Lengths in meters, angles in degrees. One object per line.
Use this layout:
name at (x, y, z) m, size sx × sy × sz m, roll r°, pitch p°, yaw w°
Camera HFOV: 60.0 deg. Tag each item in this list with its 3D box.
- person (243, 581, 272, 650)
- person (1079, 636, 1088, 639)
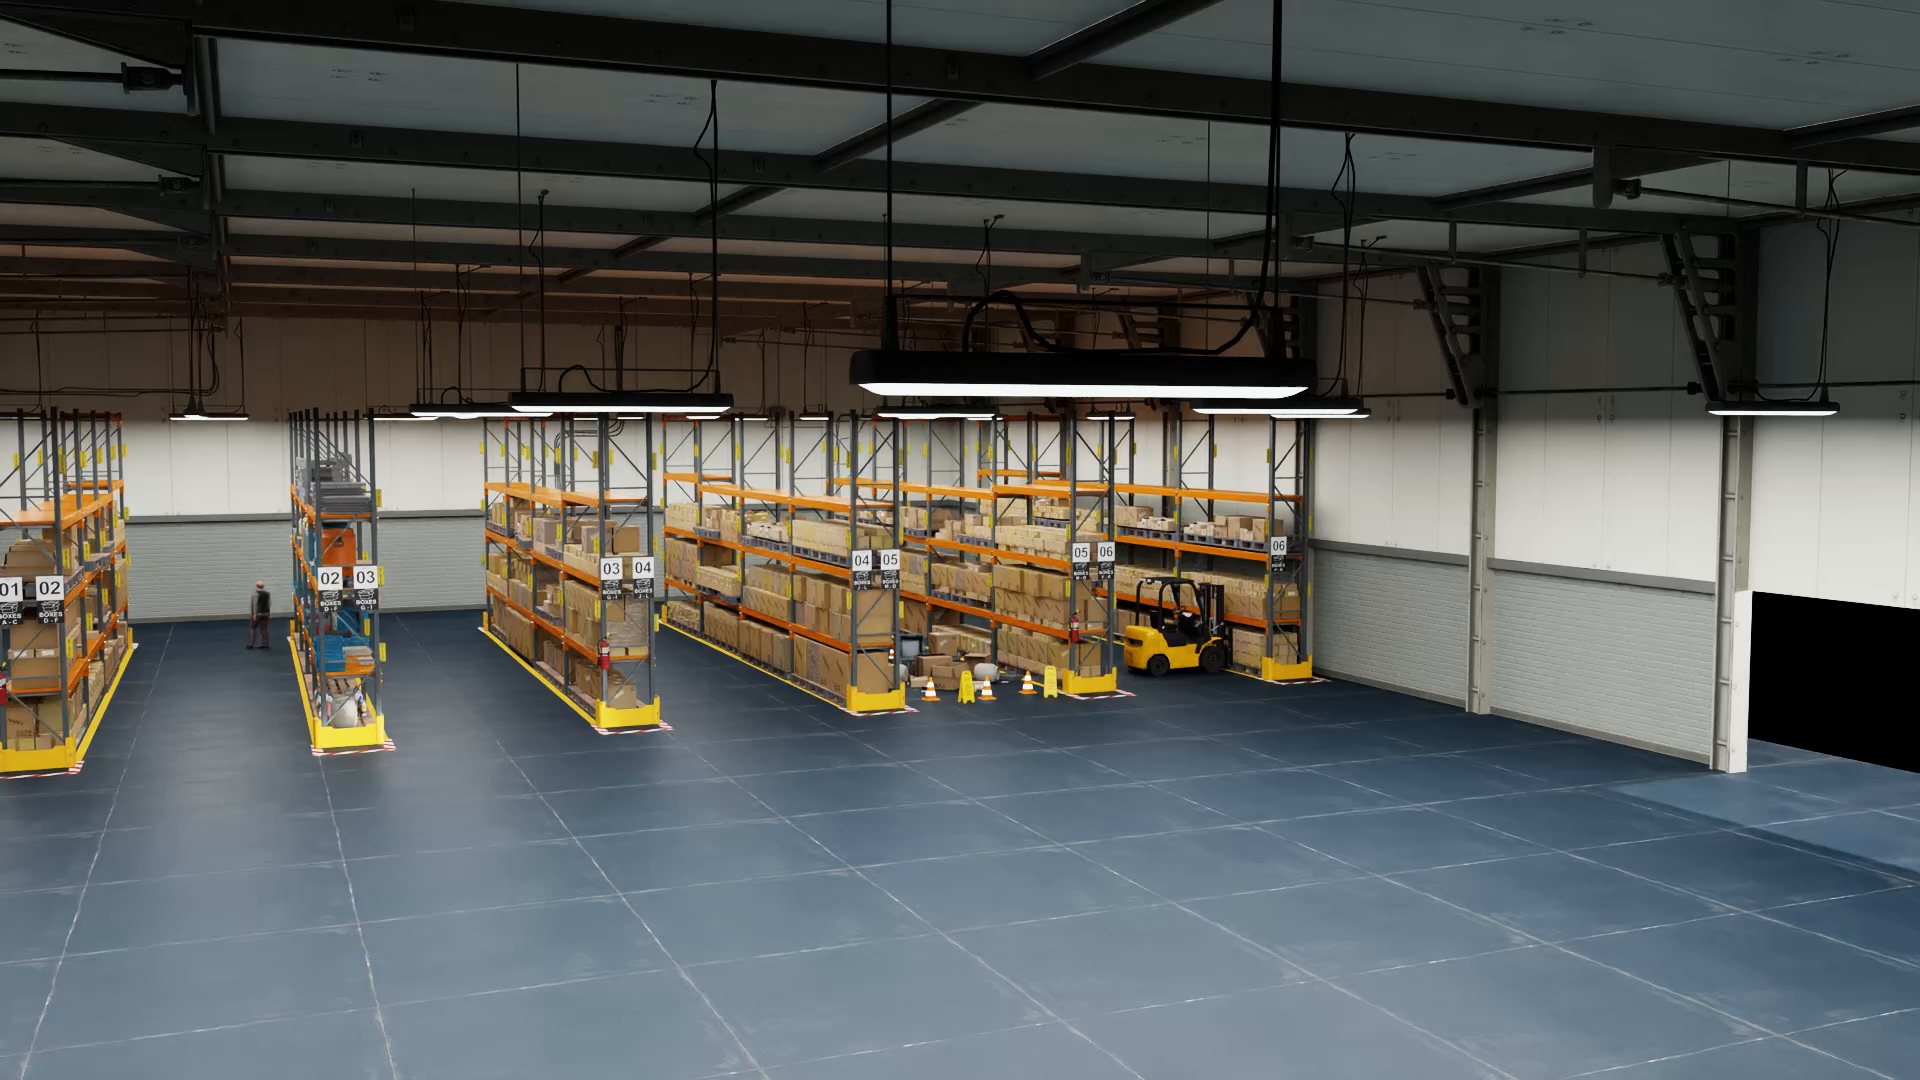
person at (-17.795, 1.912, 42.221) m, size 0.608 × 1.730 × 0.616 m, roll 3°, pitch 5°, yaw 34°
person at (2.856, 2.230, 39.662) m, size 0.539 × 1.447 × 0.731 m, roll -1°, pitch 4°, yaw -20°
